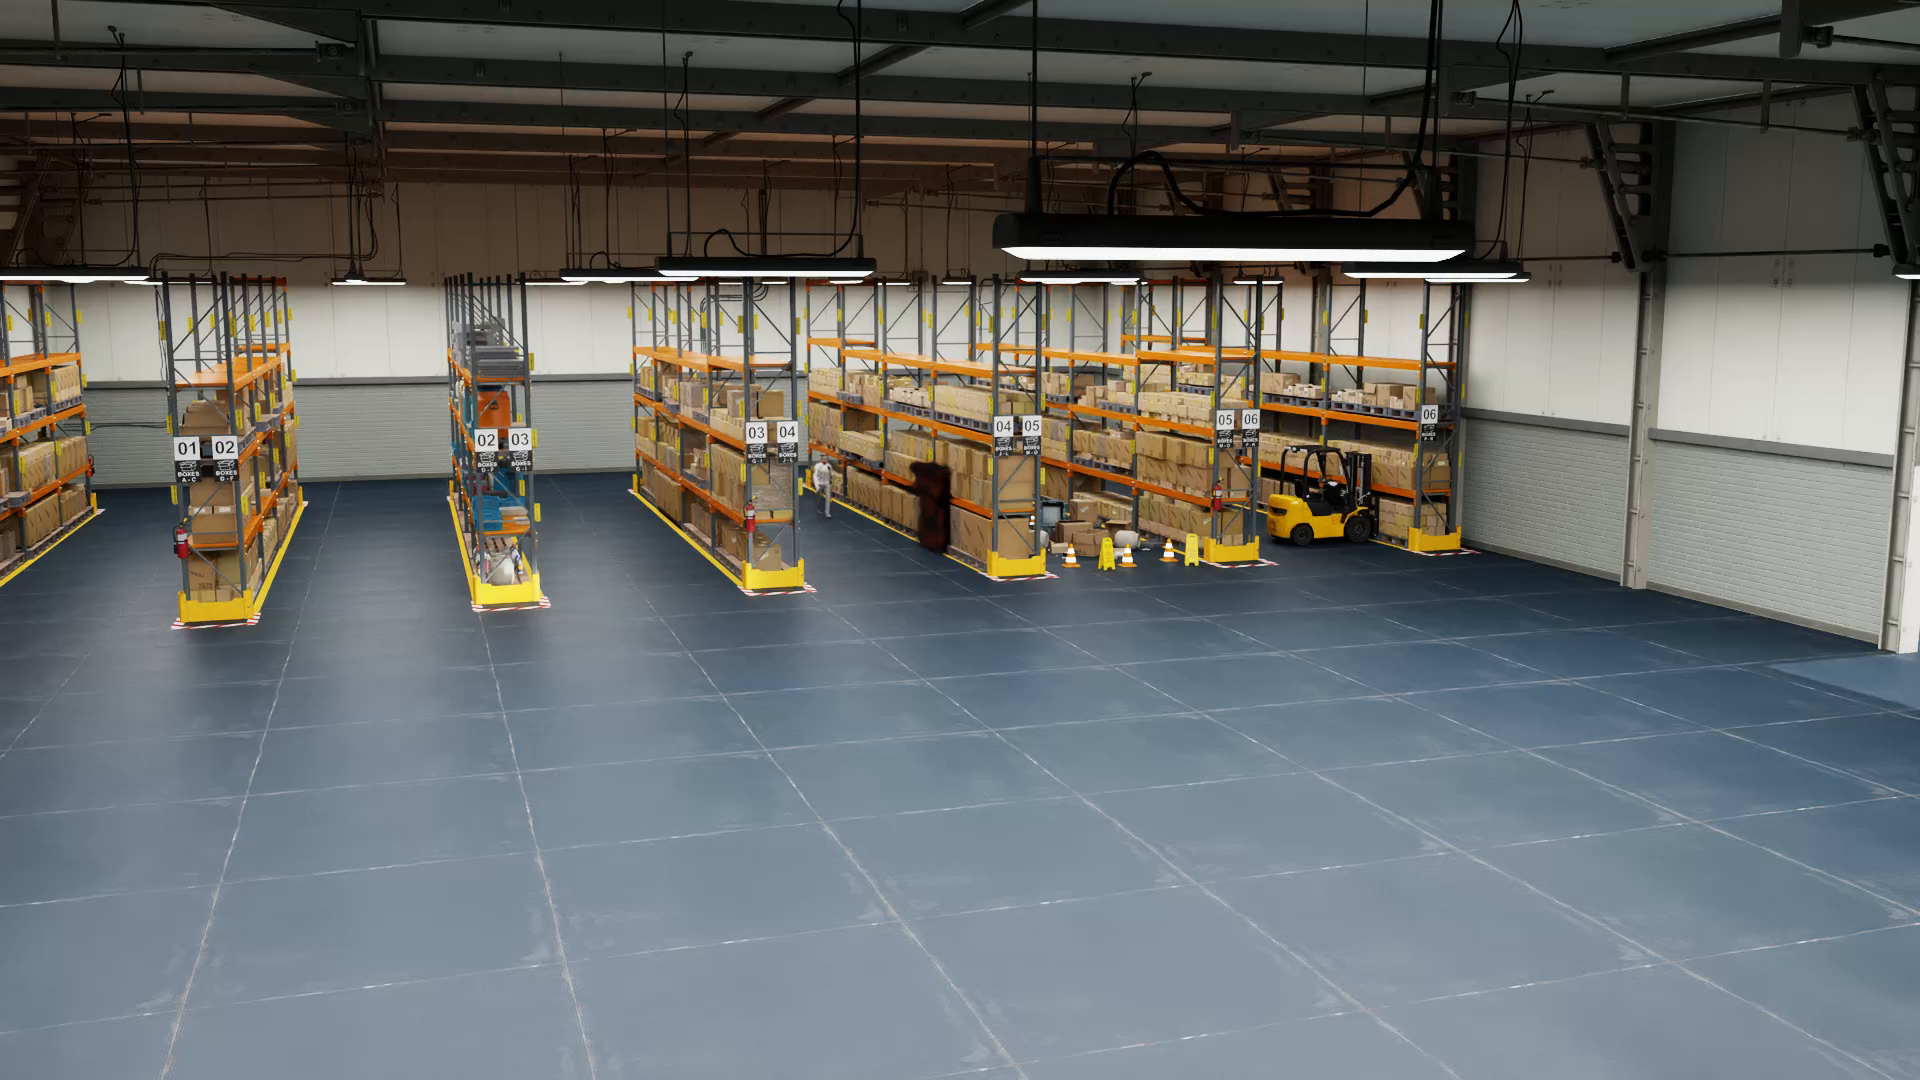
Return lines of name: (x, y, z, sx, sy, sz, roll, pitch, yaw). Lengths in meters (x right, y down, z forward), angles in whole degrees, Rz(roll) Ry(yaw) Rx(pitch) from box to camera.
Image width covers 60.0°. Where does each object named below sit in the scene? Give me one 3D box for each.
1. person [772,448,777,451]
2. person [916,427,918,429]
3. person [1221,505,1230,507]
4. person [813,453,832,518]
person: (-5.613, -2.450, 48.371, 0.630, 1.763, 0.668, 3, 9, 20)
person: (-1.239, -2.527, 49.390, 0.547, 1.697, 0.398, 7, 11, 38)
person: (6.184, -1.041, 39.554, 0.583, 1.649, 0.492, 2, 9, 15)
person: (-3.449, -1.387, 41.872, 0.499, 1.616, 0.963, -2, 9, -13)
